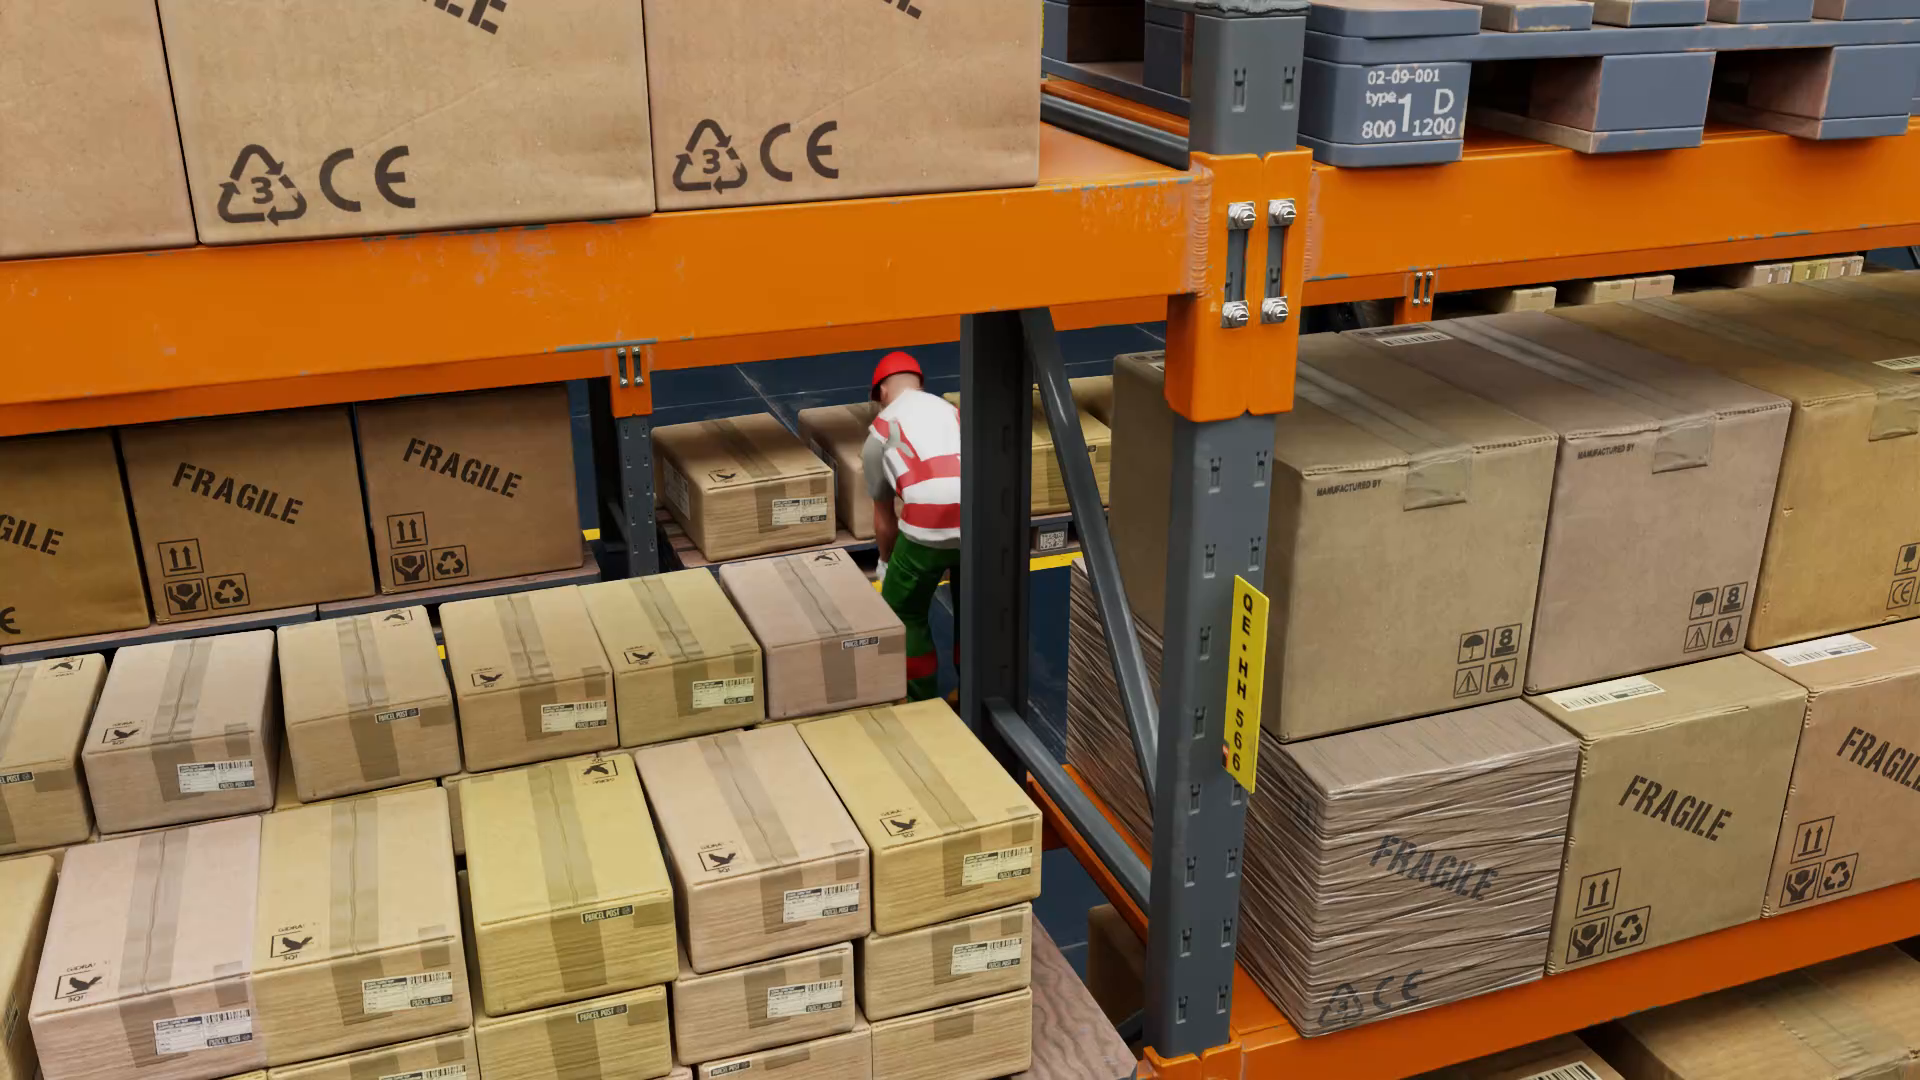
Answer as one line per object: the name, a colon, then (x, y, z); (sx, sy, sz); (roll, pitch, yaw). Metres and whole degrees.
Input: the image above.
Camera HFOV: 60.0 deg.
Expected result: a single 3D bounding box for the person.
person: (-0.130, 0.025, 6.505); (0.472, 1.401, 0.887); (-9, 24, -20)
